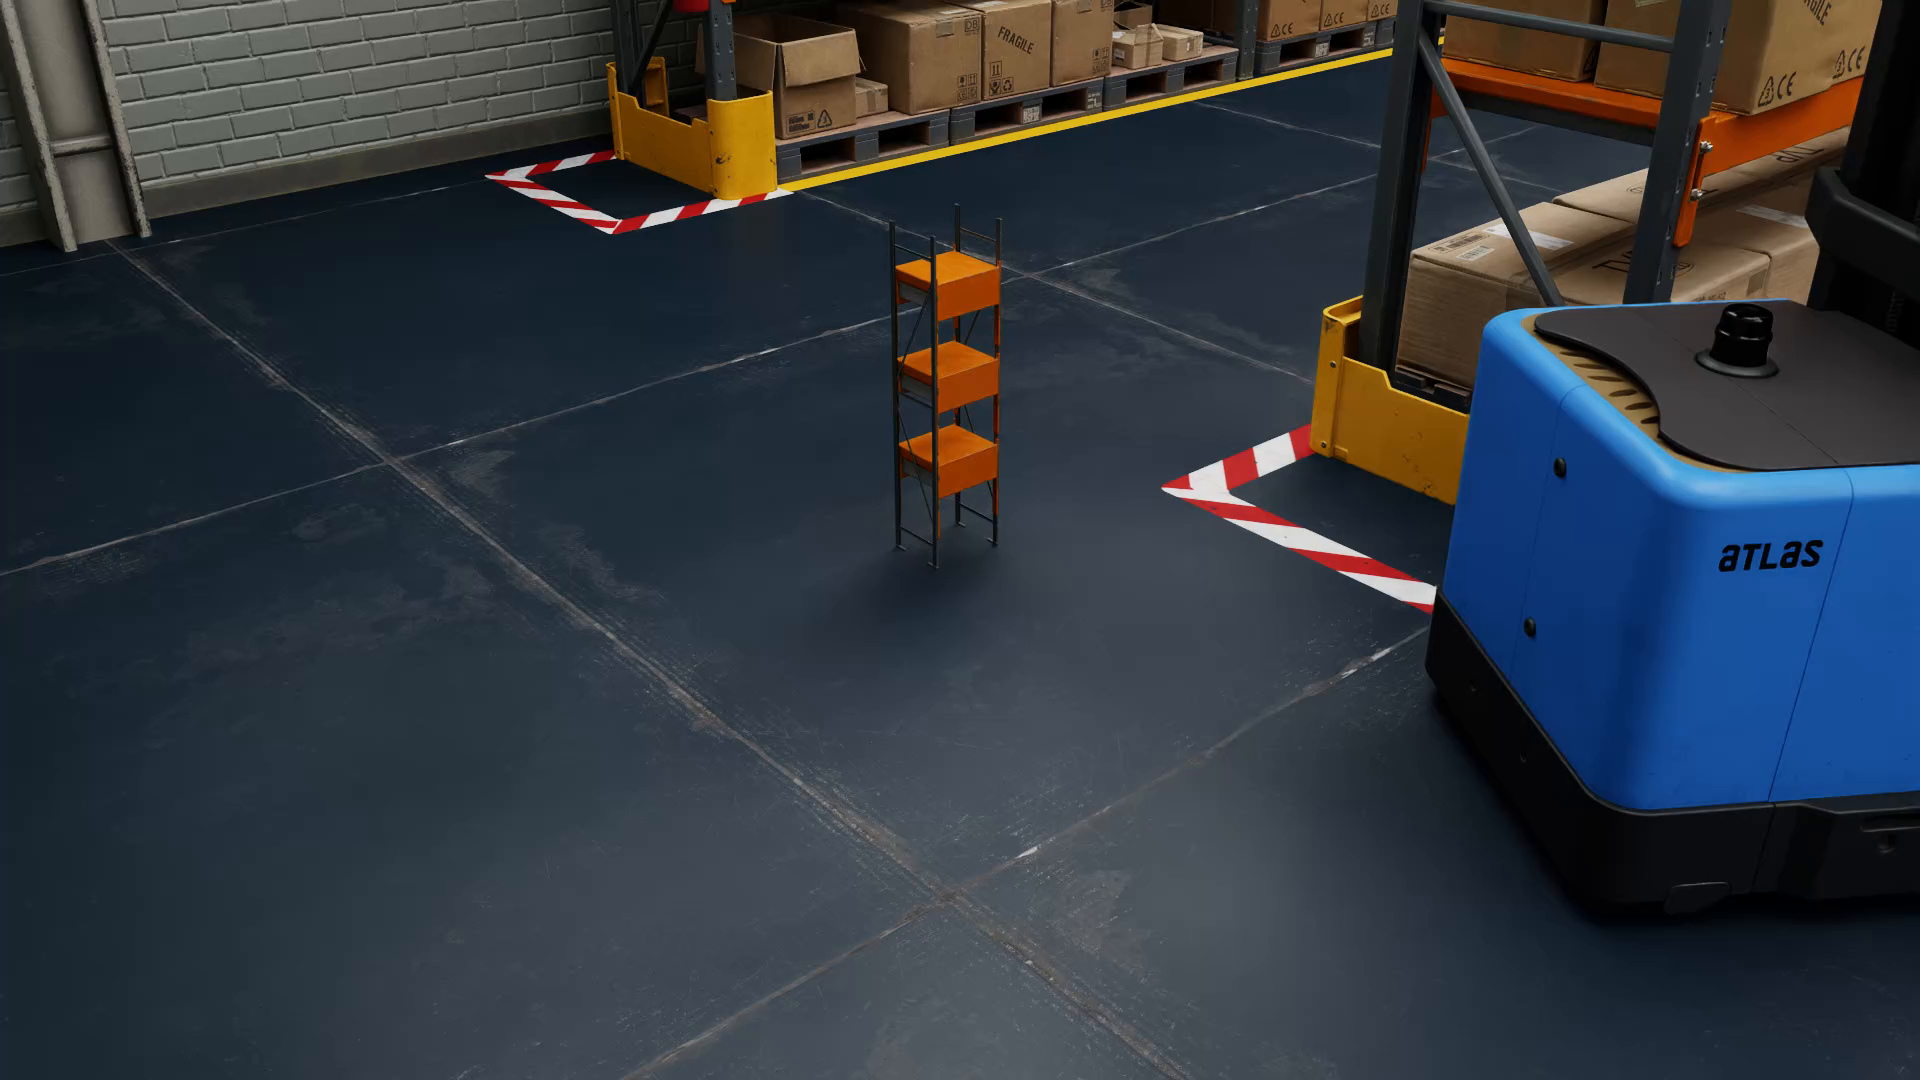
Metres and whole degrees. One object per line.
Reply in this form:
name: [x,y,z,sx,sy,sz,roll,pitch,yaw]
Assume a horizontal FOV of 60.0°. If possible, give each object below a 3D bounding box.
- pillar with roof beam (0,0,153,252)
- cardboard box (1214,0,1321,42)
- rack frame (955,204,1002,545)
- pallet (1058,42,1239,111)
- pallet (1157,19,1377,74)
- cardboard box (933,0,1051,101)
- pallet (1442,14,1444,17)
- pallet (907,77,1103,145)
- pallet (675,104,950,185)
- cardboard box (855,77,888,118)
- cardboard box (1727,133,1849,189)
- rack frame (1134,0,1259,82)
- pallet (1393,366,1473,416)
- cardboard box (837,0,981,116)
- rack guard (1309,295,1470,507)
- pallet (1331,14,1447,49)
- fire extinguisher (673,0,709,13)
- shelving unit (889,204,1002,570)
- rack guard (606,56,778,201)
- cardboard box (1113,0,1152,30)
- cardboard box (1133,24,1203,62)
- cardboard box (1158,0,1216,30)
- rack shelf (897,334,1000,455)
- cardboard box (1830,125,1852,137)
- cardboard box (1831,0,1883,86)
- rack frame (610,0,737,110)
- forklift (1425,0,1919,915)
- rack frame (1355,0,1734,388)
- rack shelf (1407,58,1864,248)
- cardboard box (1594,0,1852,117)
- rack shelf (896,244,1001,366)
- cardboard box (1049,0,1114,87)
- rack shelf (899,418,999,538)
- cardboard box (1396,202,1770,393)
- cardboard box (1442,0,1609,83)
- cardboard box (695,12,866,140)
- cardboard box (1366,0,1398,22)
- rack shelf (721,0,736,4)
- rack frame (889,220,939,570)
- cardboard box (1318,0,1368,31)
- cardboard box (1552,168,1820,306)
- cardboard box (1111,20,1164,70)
pillar with roof beam: [-1.334,-3.883,2.969,0.400,9.000,9.100,-22,35,-35]
cardboard box: [2.065,-3.656,11.116,0.500,0.500,0.500,-20,34,-33]
rack frame: [0.052,-0.484,5.042,0.008,1.050,0.200,-22,35,-35]
pallet: [1.028,-3.067,10.765,1.213,0.211,1.003,-22,35,-35]
pallet: [2.145,-3.539,11.648,1.213,0.211,1.003,-22,35,-35]
cardboard box: [0.177,-2.892,9.686,0.500,0.500,0.500,-21,35,-34]
pallet: [4.001,-4.285,13.045,1.213,0.211,1.003,-22,35,-35]
pallet: [0.099,-2.691,10.063,1.213,0.211,1.003,-22,35,-35]
pallet: [-0.829,-2.320,9.368,1.213,0.211,1.003,-22,35,-35]
cardboard box: [-0.617,-2.480,9.287,0.250,0.149,0.380,-24,36,-37]
cardboard box: [3.547,-1.355,6.876,0.875,0.438,0.875,-23,36,-36]
rack frame: [1.551,-4.506,10.500,0.127,3.000,1.000,-22,35,-35]
pallet: [2.290,-0.547,6.049,1.213,0.211,1.003,-22,35,-35]
cardboard box: [-0.290,-2.766,9.450,0.500,0.500,0.700,-20,34,-33]
rack guard: [1.714,-0.394,5.457,0.348,0.500,1.175,-22,35,-35]
pallet: [3.074,-3.914,12.350,1.213,0.211,1.003,-22,35,-35]
fire extinguisher: [-1.304,-2.873,7.922,0.183,0.674,0.296,-22,35,-35]
shelving unit: [-0.041,-0.447,4.972,0.252,1.050,0.215,-22,35,-35]
rack guard: [-1.434,-2.203,8.843,0.348,0.500,1.175,-22,35,-35]
cardboard box: [0.895,-3.388,10.815,0.500,0.311,0.500,-20,34,-33]
cardboard box: [1.317,-3.158,10.557,0.250,0.149,0.380,-23,36,-36]
cardboard box: [1.732,-3.845,11.469,0.500,0.500,0.500,-22,35,-35]
rack shelf: [-0.041,-0.437,4.977,0.240,0.259,0.215,-22,35,-35]
cardboard box: [4.228,-1.629,7.389,0.875,0.438,0.875,-22,35,-36]
cardboard box: [2.650,-1.757,5.249,0.500,0.500,0.500,-22,35,-36]
rack frame: [-1.492,-3.283,8.210,0.127,3.000,1.000,-22,35,-35]
forklift: [2.799,-0.761,3.563,3.031,2.935,1.130,-3,28,-6]
rack frame: [1.732,-1.504,4.882,0.127,3.000,1.000,-22,35,-35]
rack shelf: [3.254,-1.799,6.196,4.000,0.370,1.077,-22,35,-35]
cardboard box: [2.284,-1.592,4.940,0.500,0.500,0.500,-22,35,-35]
rack shelf: [-0.041,-0.688,4.843,0.240,0.259,0.215,-22,35,-35]
cardboard box: [0.500,-3.084,10.044,0.500,0.500,0.700,-23,36,-37]
rack shelf: [-0.041,-0.192,5.108,0.240,0.259,0.215,-22,35,-35]
cardboard box: [2.169,-0.797,5.832,0.875,0.438,0.875,-23,36,-37]
cardboard box: [1.927,-1.791,5.312,0.500,0.500,0.500,-22,35,-35]
cardboard box: [-0.965,-2.520,8.986,0.637,0.503,0.797,-24,36,-37]
cardboard box: [2.846,-3.974,11.710,0.500,0.500,0.500,-23,36,-36]
rack shelf: [0.029,-3.577,9.525,4.000,0.370,1.077,-22,35,-35]
rack frame: [-0.134,-0.409,4.902,0.008,1.050,0.200,-22,35,-35]
cardboard box: [2.463,-3.823,11.427,0.500,0.500,0.500,-22,35,-36]
cardboard box: [2.860,-1.080,6.361,0.875,0.438,0.875,-21,34,-34]
cardboard box: [1.046,-3.101,10.325,0.258,0.266,0.396,-20,34,-33]
